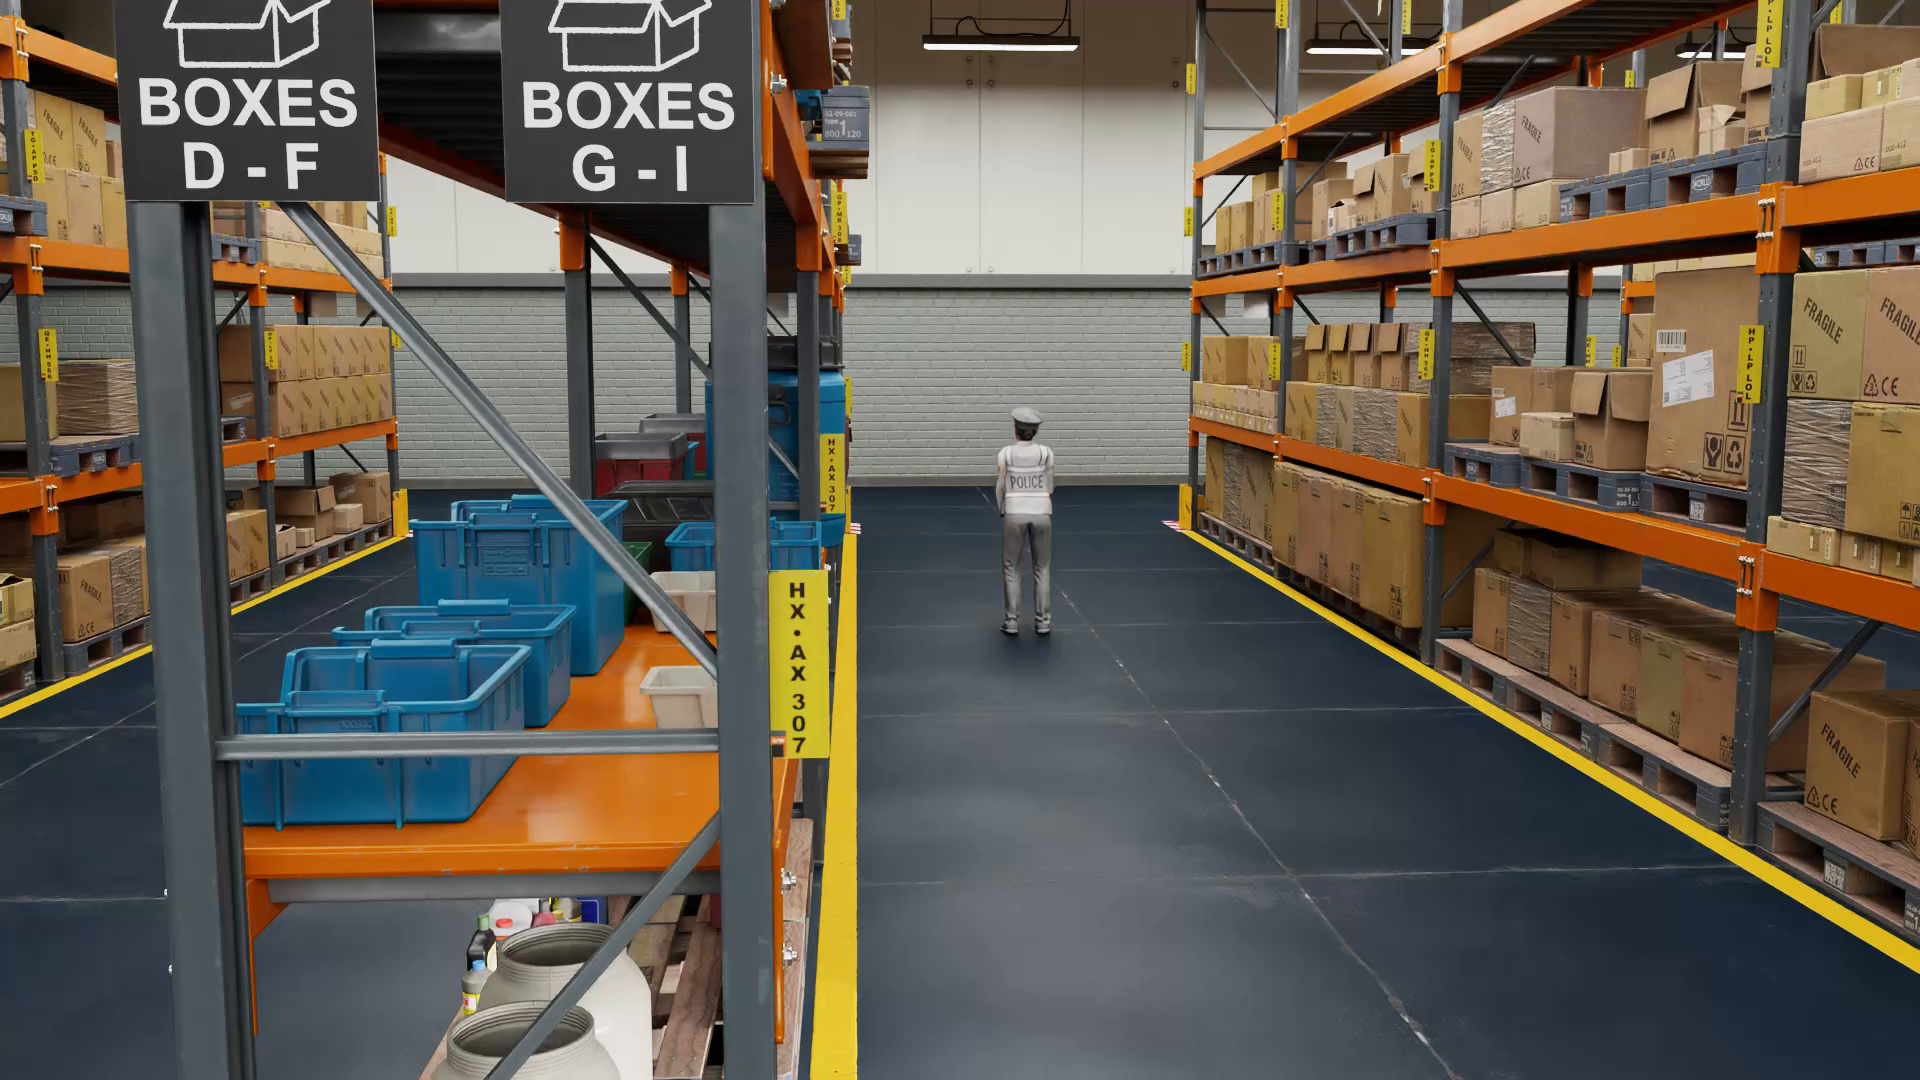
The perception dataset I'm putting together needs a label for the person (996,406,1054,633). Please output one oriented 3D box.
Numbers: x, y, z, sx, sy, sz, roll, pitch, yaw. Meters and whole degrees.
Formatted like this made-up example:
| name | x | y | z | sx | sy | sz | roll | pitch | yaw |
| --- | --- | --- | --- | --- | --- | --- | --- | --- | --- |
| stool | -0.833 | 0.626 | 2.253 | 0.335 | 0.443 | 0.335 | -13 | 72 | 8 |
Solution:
| name | x | y | z | sx | sy | sz | roll | pitch | yaw |
| --- | --- | --- | --- | --- | --- | --- | --- | --- | --- |
| person | 0.484 | -0.153 | 12.427 | 0.434 | 1.691 | 0.515 | -1 | 7 | -5 |
